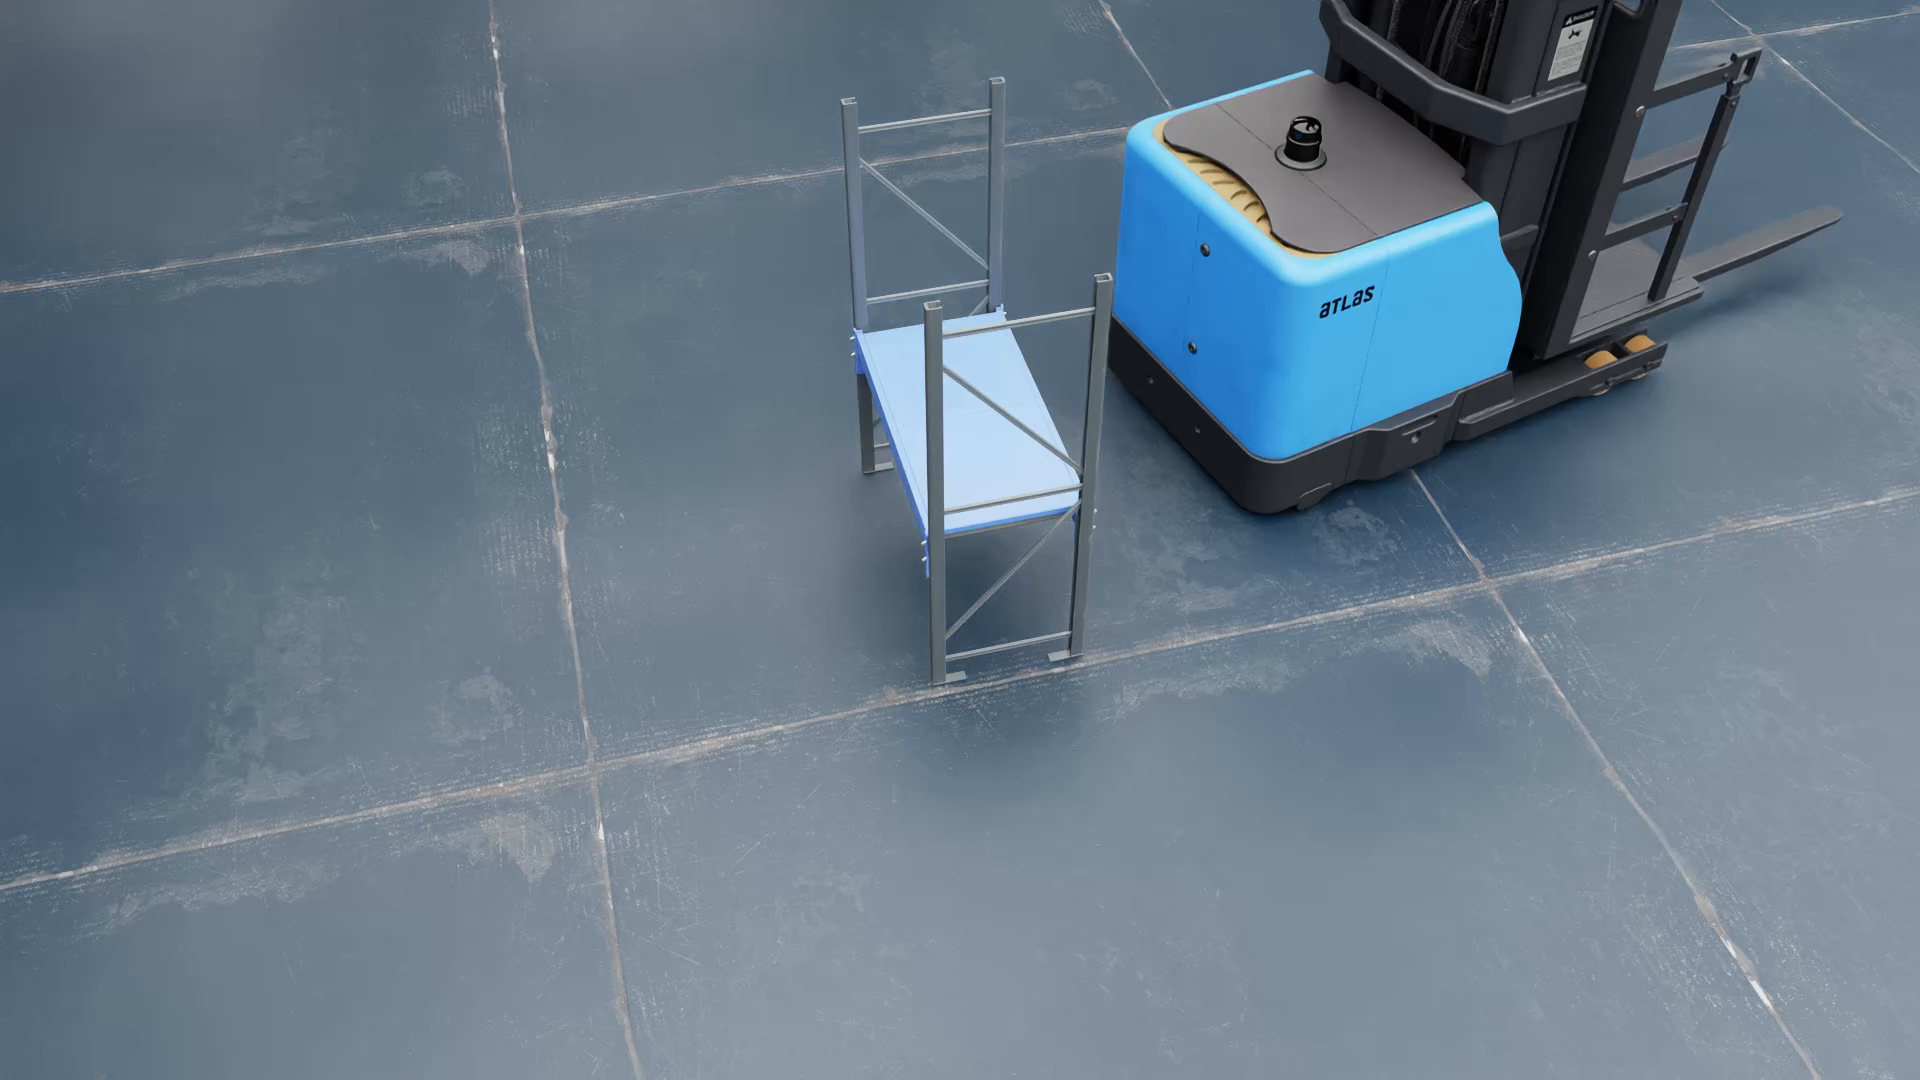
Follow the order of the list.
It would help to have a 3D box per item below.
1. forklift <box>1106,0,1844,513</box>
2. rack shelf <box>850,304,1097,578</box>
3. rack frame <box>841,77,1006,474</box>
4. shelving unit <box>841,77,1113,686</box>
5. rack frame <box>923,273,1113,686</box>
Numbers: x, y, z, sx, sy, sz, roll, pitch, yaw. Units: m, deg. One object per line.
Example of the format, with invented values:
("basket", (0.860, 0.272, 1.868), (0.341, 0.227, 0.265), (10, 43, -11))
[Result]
("forklift", (2.093, -1.885, 5.545), (3.031, 2.935, 1.130), (-21, 49, -20))
("rack shelf", (0.022, -0.340, 5.285), (0.538, 0.185, 1.000), (-11, 47, -10))
("rack frame", (-0.108, -0.817, 5.501), (0.500, 1.500, 0.032), (-11, 47, -10))
("shelving unit", (0.022, -0.466, 5.157), (0.538, 1.500, 1.048), (-11, 47, -10))
("rack frame", (0.152, -0.115, 4.813), (0.500, 1.500, 0.032), (-11, 47, -10))
